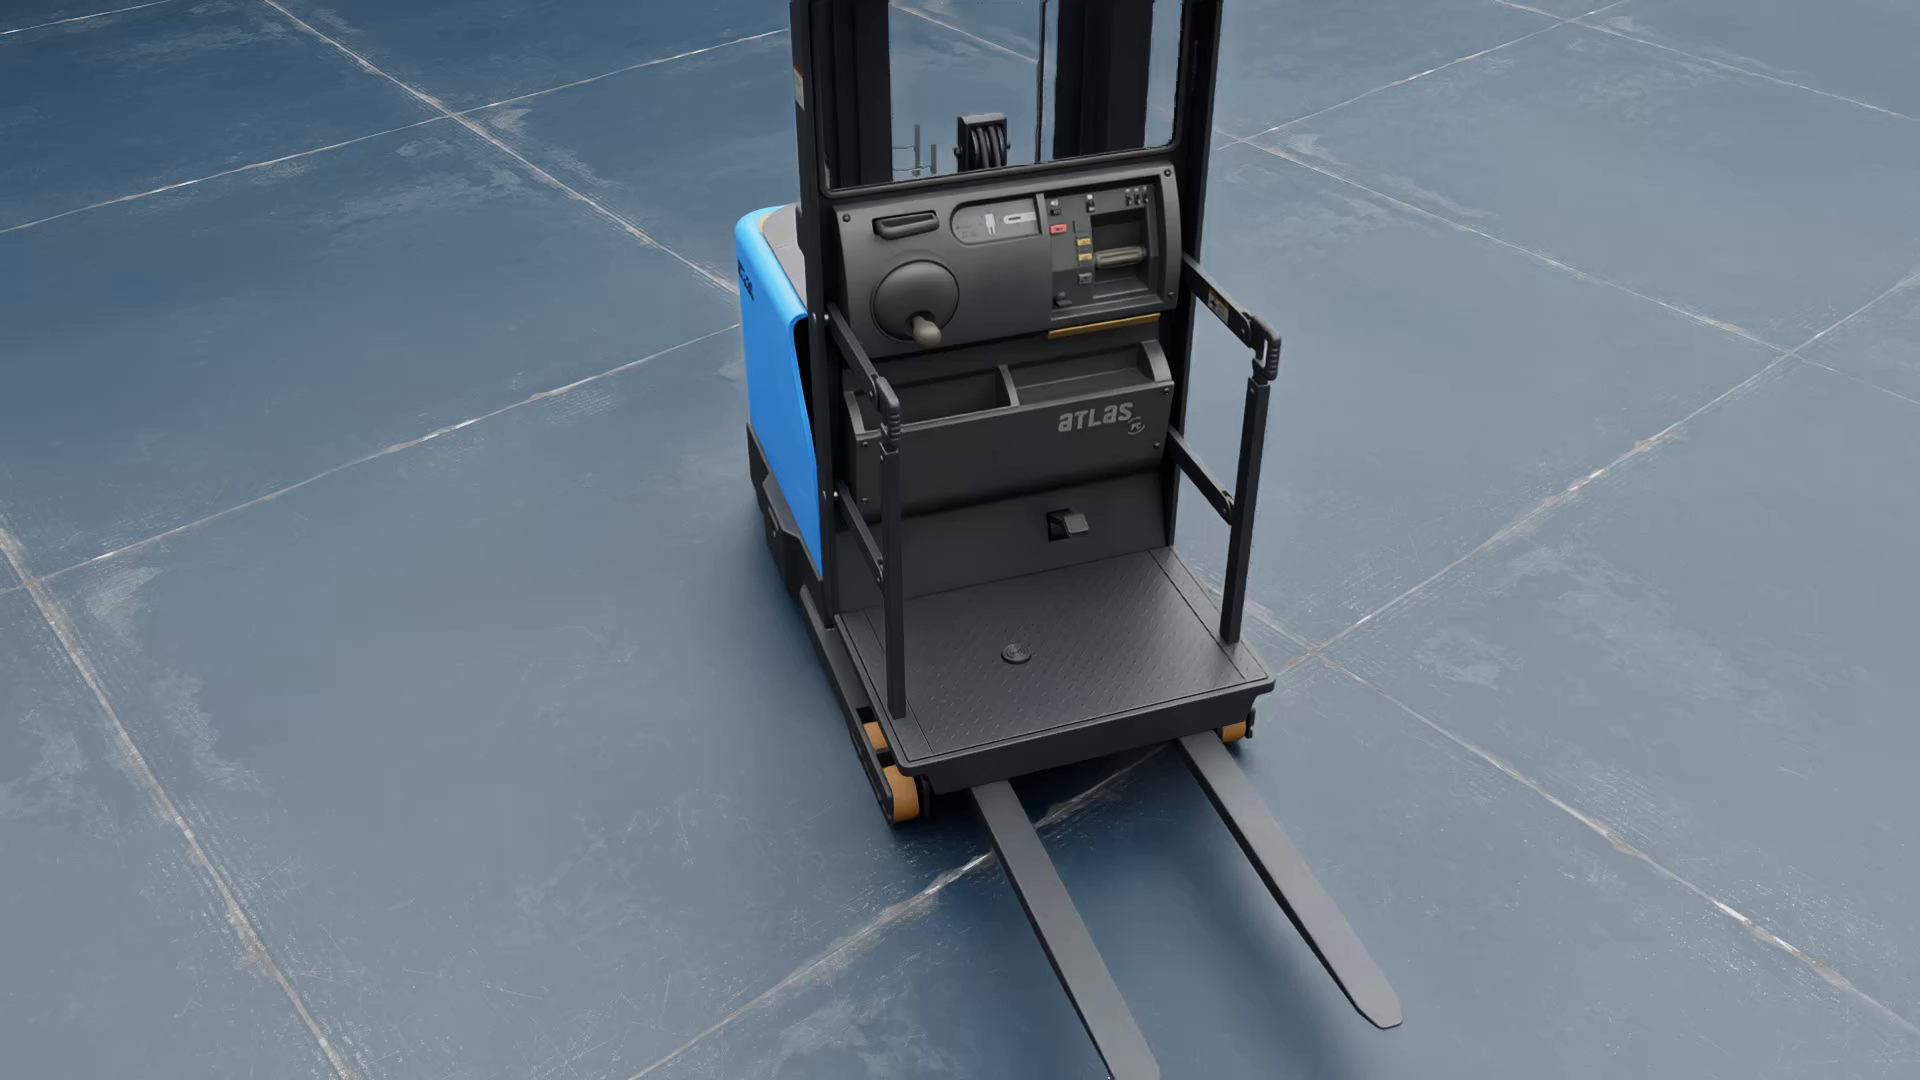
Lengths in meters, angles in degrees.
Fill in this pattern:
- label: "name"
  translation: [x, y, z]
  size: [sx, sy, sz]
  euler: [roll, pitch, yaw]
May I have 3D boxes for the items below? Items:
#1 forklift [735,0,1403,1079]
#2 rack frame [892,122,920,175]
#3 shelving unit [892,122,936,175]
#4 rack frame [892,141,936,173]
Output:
- label: "forklift"
  translation: [0.211, -0.675, 4.168]
  size: [1.130, 2.935, 3.031]
  euler: [-11, 37, -15]
- label: "rack frame"
  translation: [-0.254, -0.919, 6.010]
  size: [0.240, 1.200, 0.006]
  euler: [-11, 37, -15]
- label: "shelving unit"
  translation: [-0.224, -0.869, 5.939]
  size: [0.258, 1.200, 0.189]
  euler: [-11, 37, -15]
- label: "rack frame"
  translation: [-0.194, -0.819, 5.869]
  size: [0.240, 1.200, 0.006]
  euler: [-11, 37, -15]
